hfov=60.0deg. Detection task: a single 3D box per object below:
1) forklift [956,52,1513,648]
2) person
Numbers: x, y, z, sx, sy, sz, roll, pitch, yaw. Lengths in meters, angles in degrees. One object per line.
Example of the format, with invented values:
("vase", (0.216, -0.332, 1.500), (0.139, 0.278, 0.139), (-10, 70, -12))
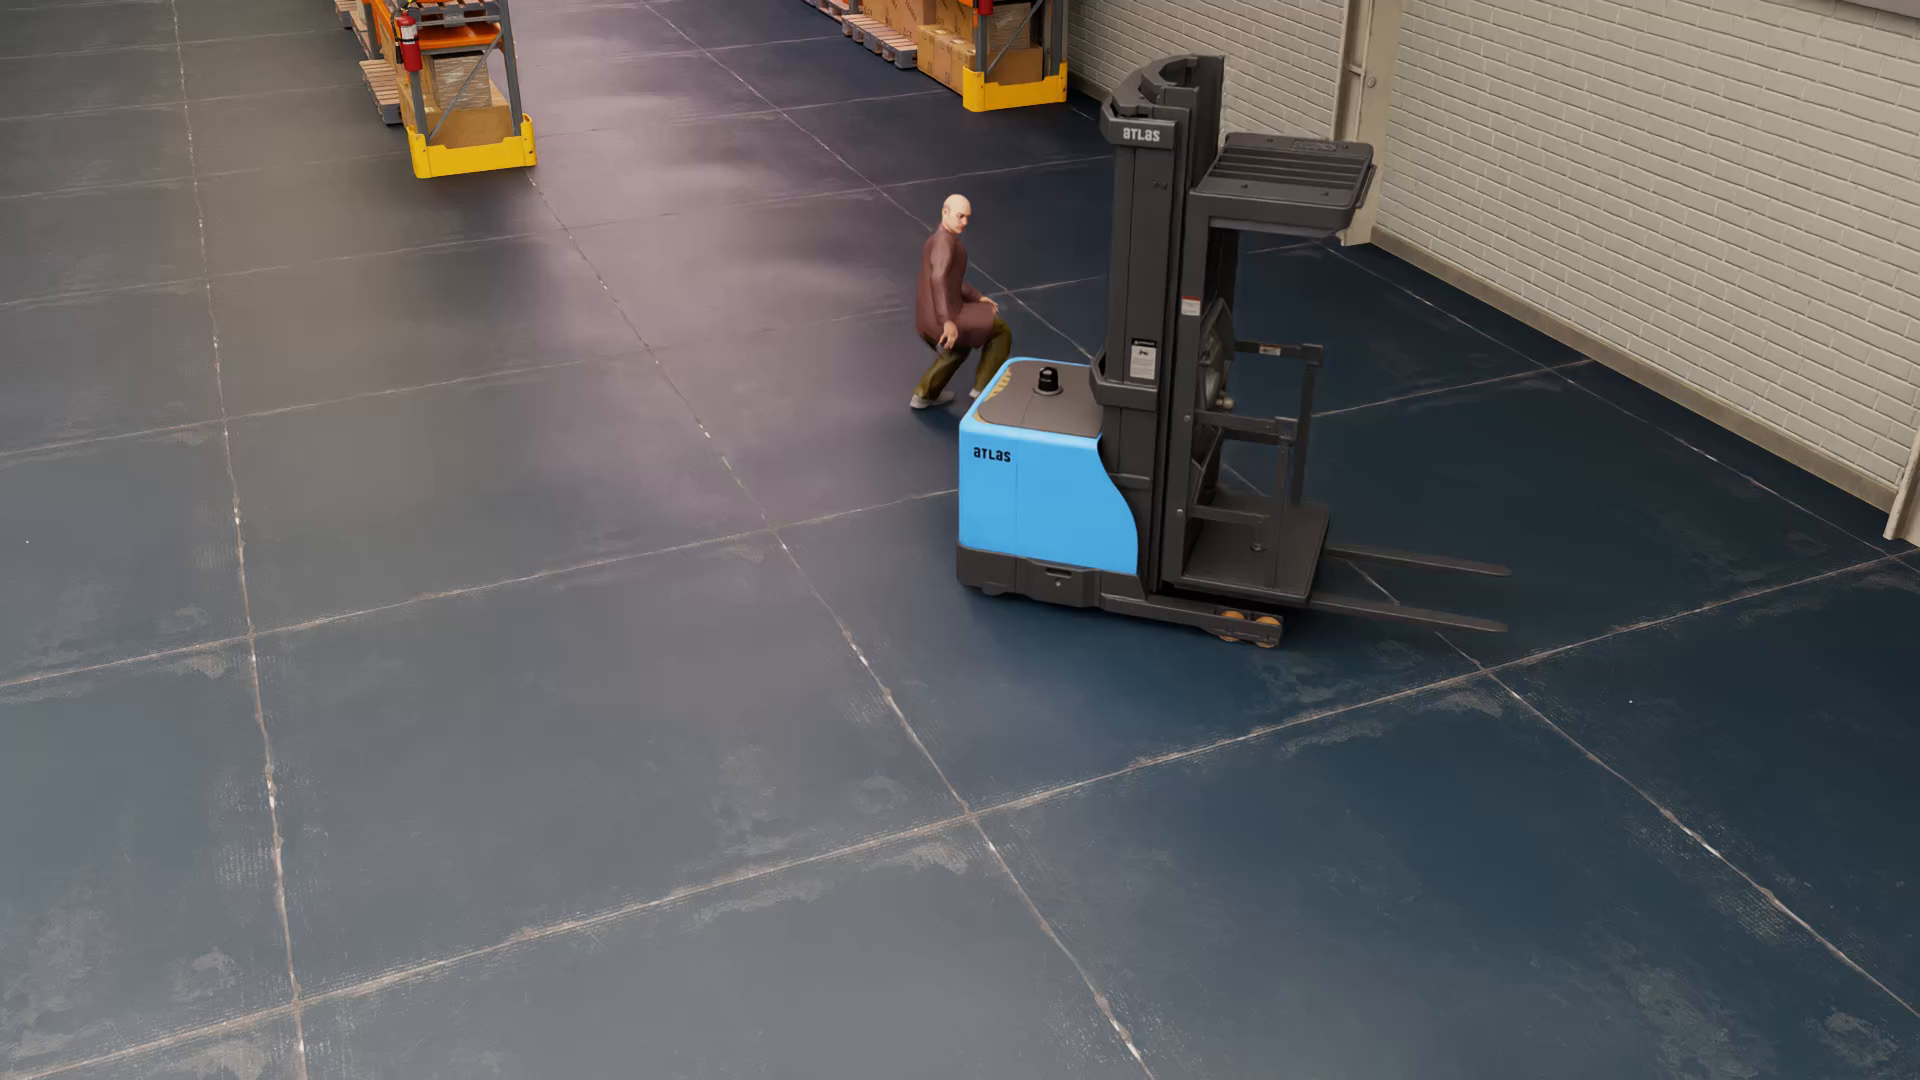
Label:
("forklift", (1.555, -0.982, 8.838), (3.031, 2.935, 1.130), (9, 31, 16))
("person", (0.026, -1.548, 11.262), (0.740, 1.554, 0.818), (-14, 33, -23))
